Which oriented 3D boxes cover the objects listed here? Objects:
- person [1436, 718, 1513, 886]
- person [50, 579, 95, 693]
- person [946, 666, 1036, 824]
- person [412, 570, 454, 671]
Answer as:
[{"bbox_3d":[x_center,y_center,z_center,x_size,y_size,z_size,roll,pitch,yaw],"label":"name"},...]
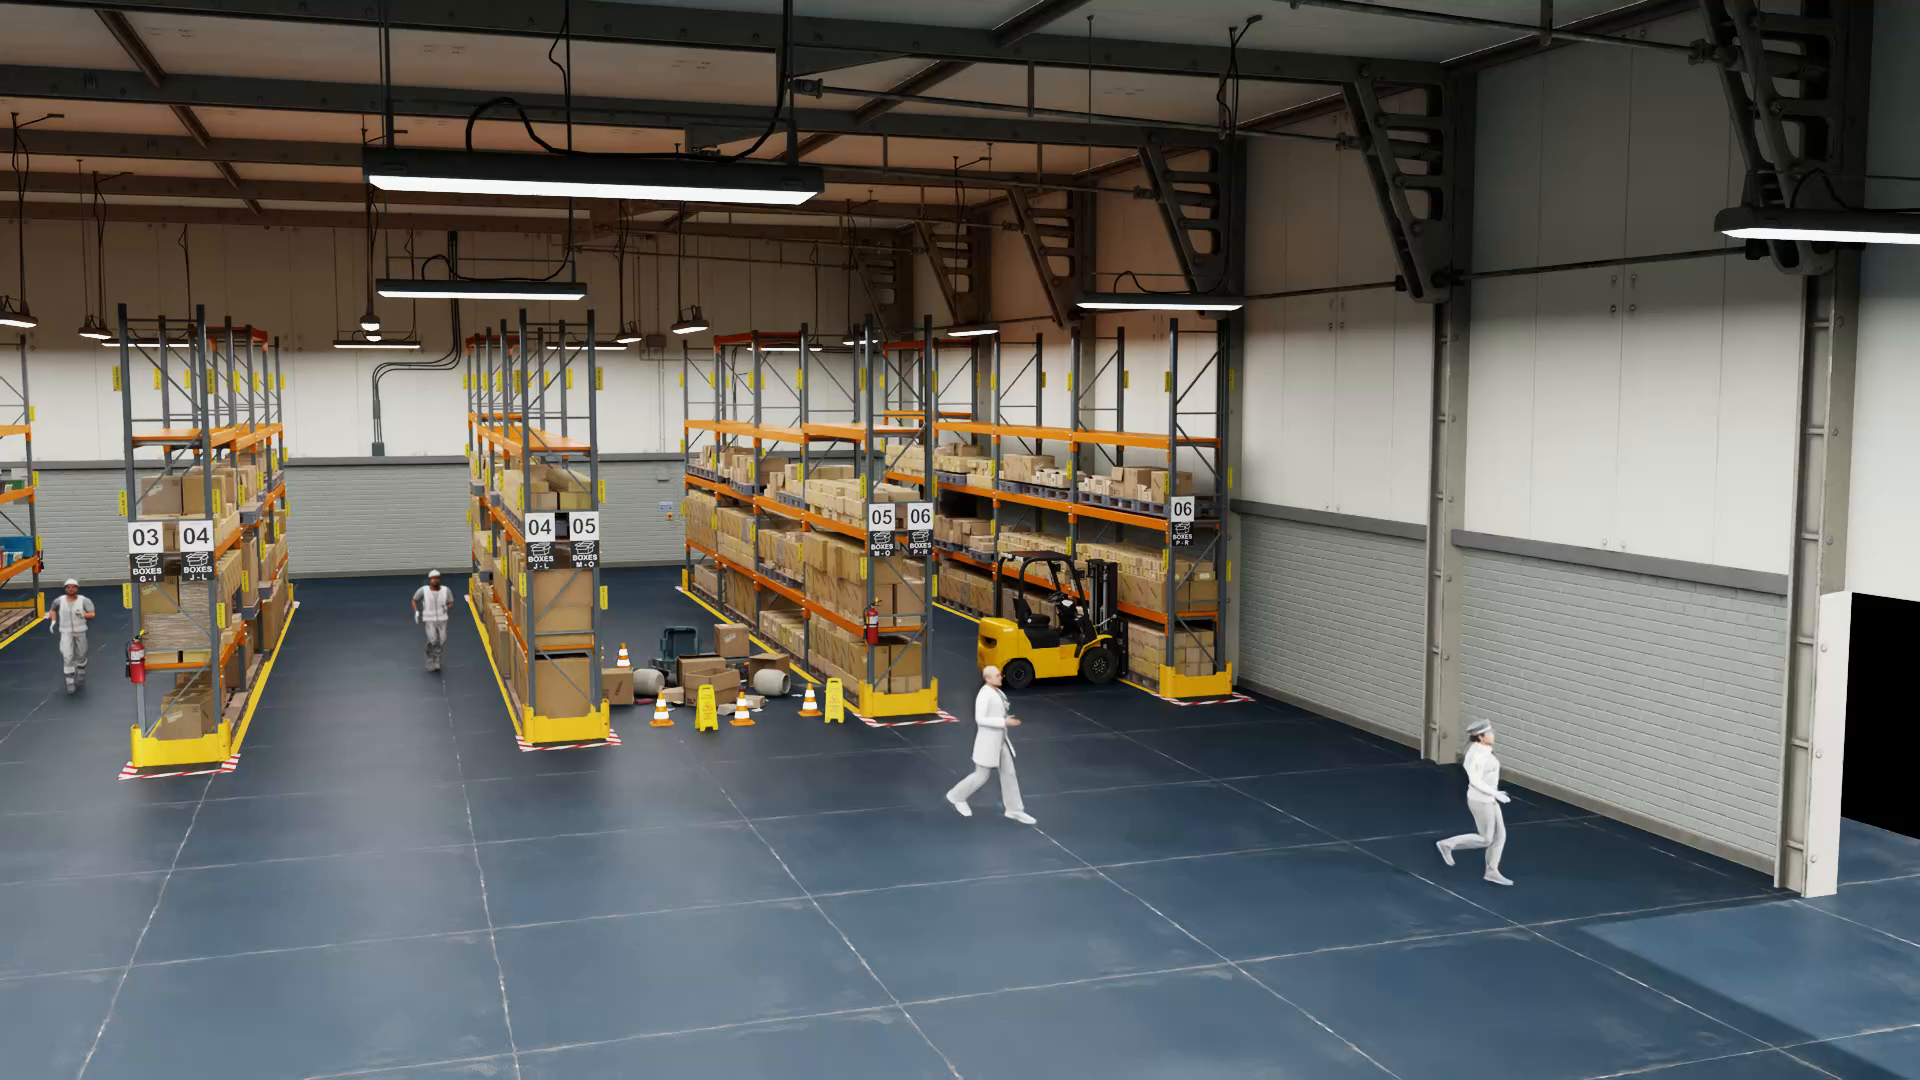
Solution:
[{"bbox_3d":[5.195,2.614,16.674,0.725,1.669,0.617,2,6,20],"label":"person"},{"bbox_3d":[-14.411,1.518,27.026,0.659,1.787,0.980,-3,6,-28],"label":"person"},{"bbox_3d":[0.340,2.309,18.835,1.057,1.790,0.709,3,6,25],"label":"person"},{"bbox_3d":[-9.031,1.396,28.638,0.662,1.744,0.657,-3,6,-31],"label":"person"}]
